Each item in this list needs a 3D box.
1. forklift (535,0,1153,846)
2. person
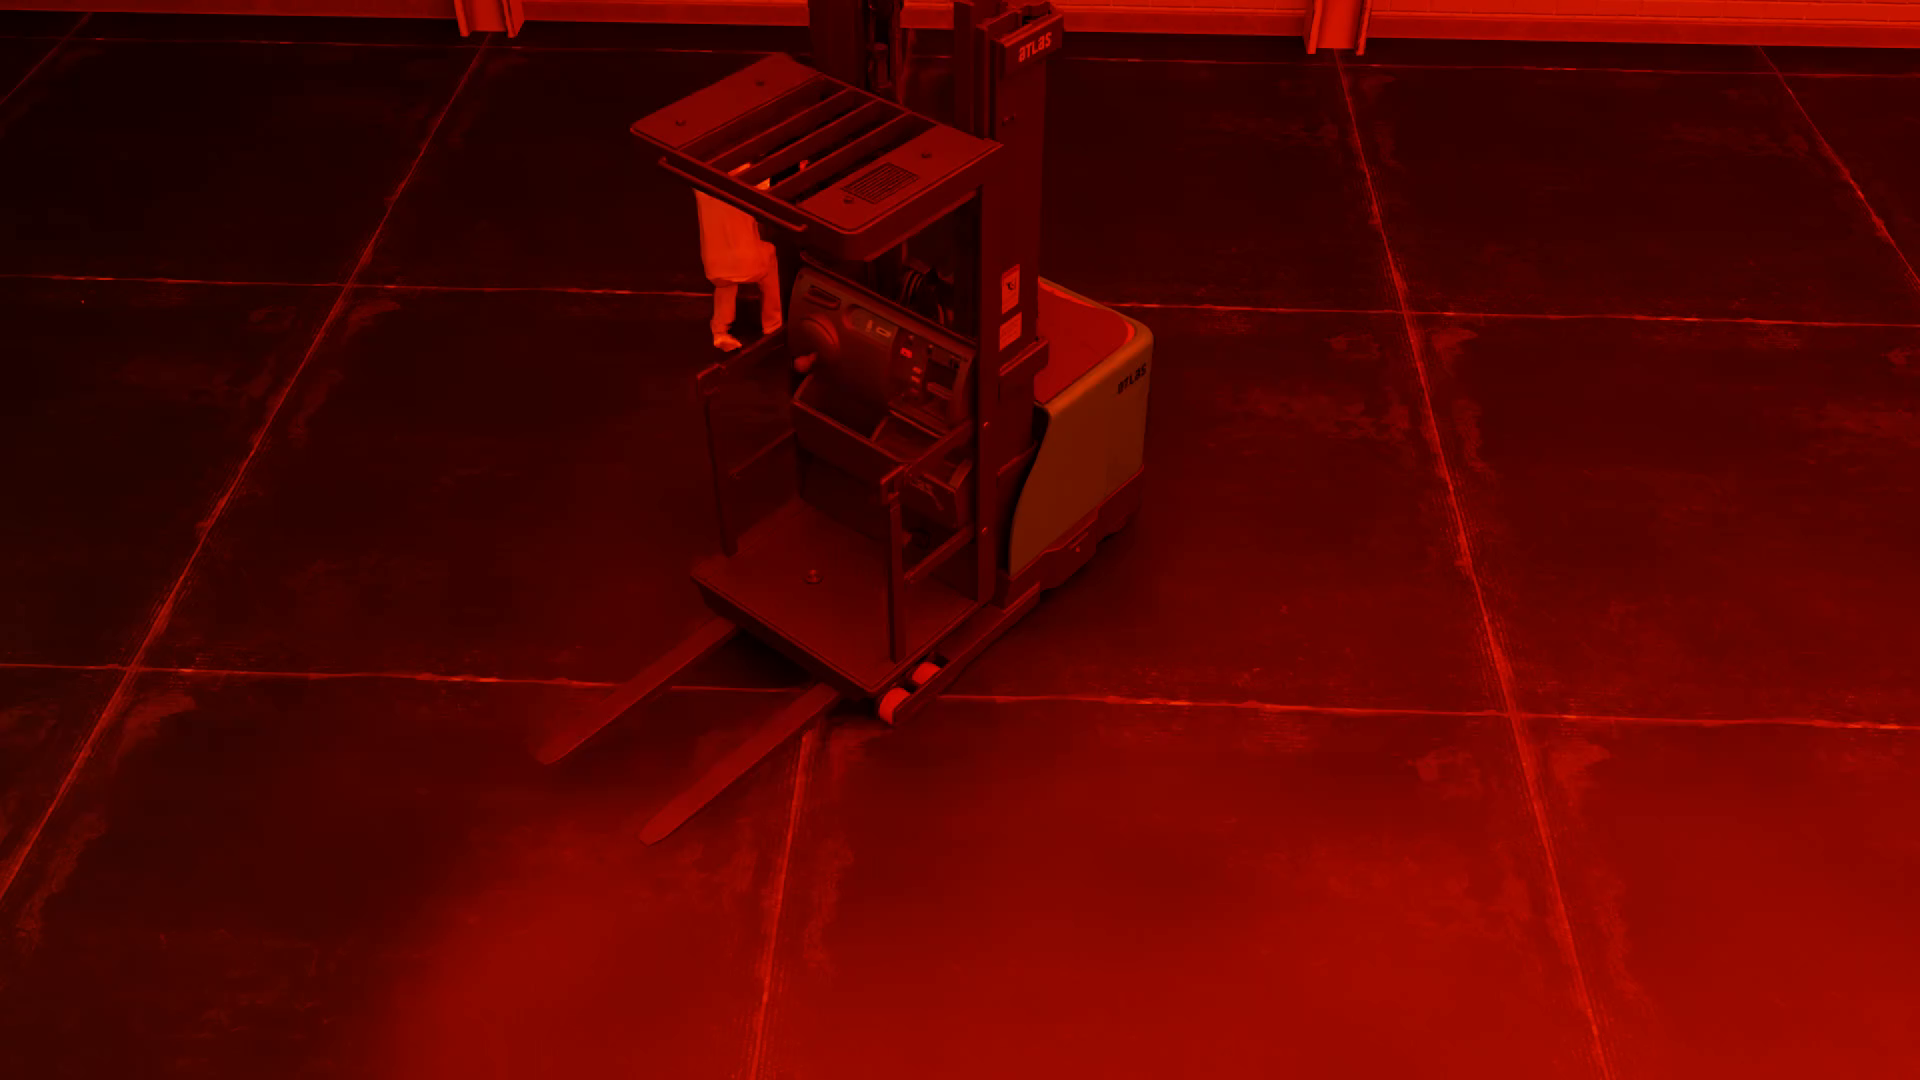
[{"bbox_3d":[-0.463,-0.679,6.486,1.130,2.935,3.031,30,50,29],"label":"forklift"},{"bbox_3d":[-1.079,-1.646,8.736,0.680,1.331,0.882,9,43,10],"label":"person"}]
